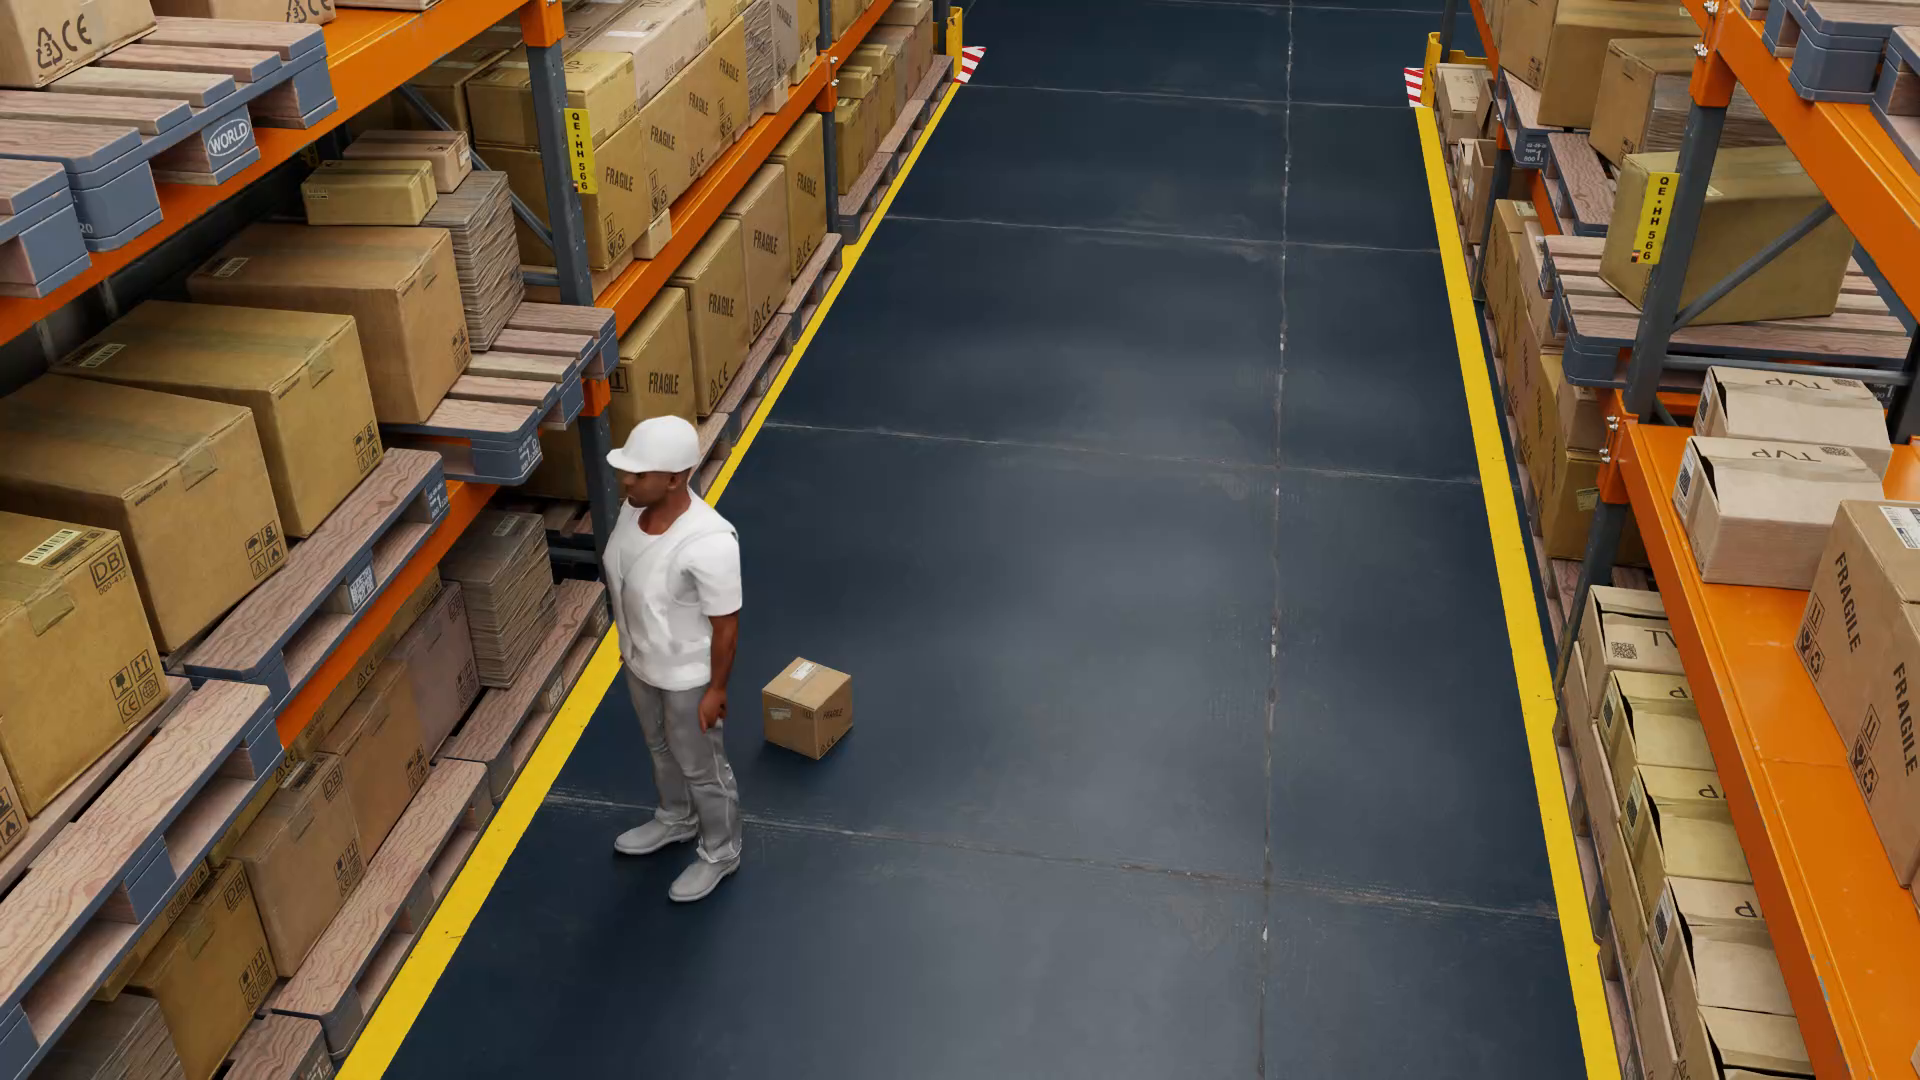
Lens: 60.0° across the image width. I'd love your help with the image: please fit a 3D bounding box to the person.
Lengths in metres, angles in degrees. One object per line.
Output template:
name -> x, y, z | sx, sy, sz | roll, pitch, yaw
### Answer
person -> -0.954, 0.398, 5.481 | 0.394, 1.770, 0.554 | -25, 40, -33
